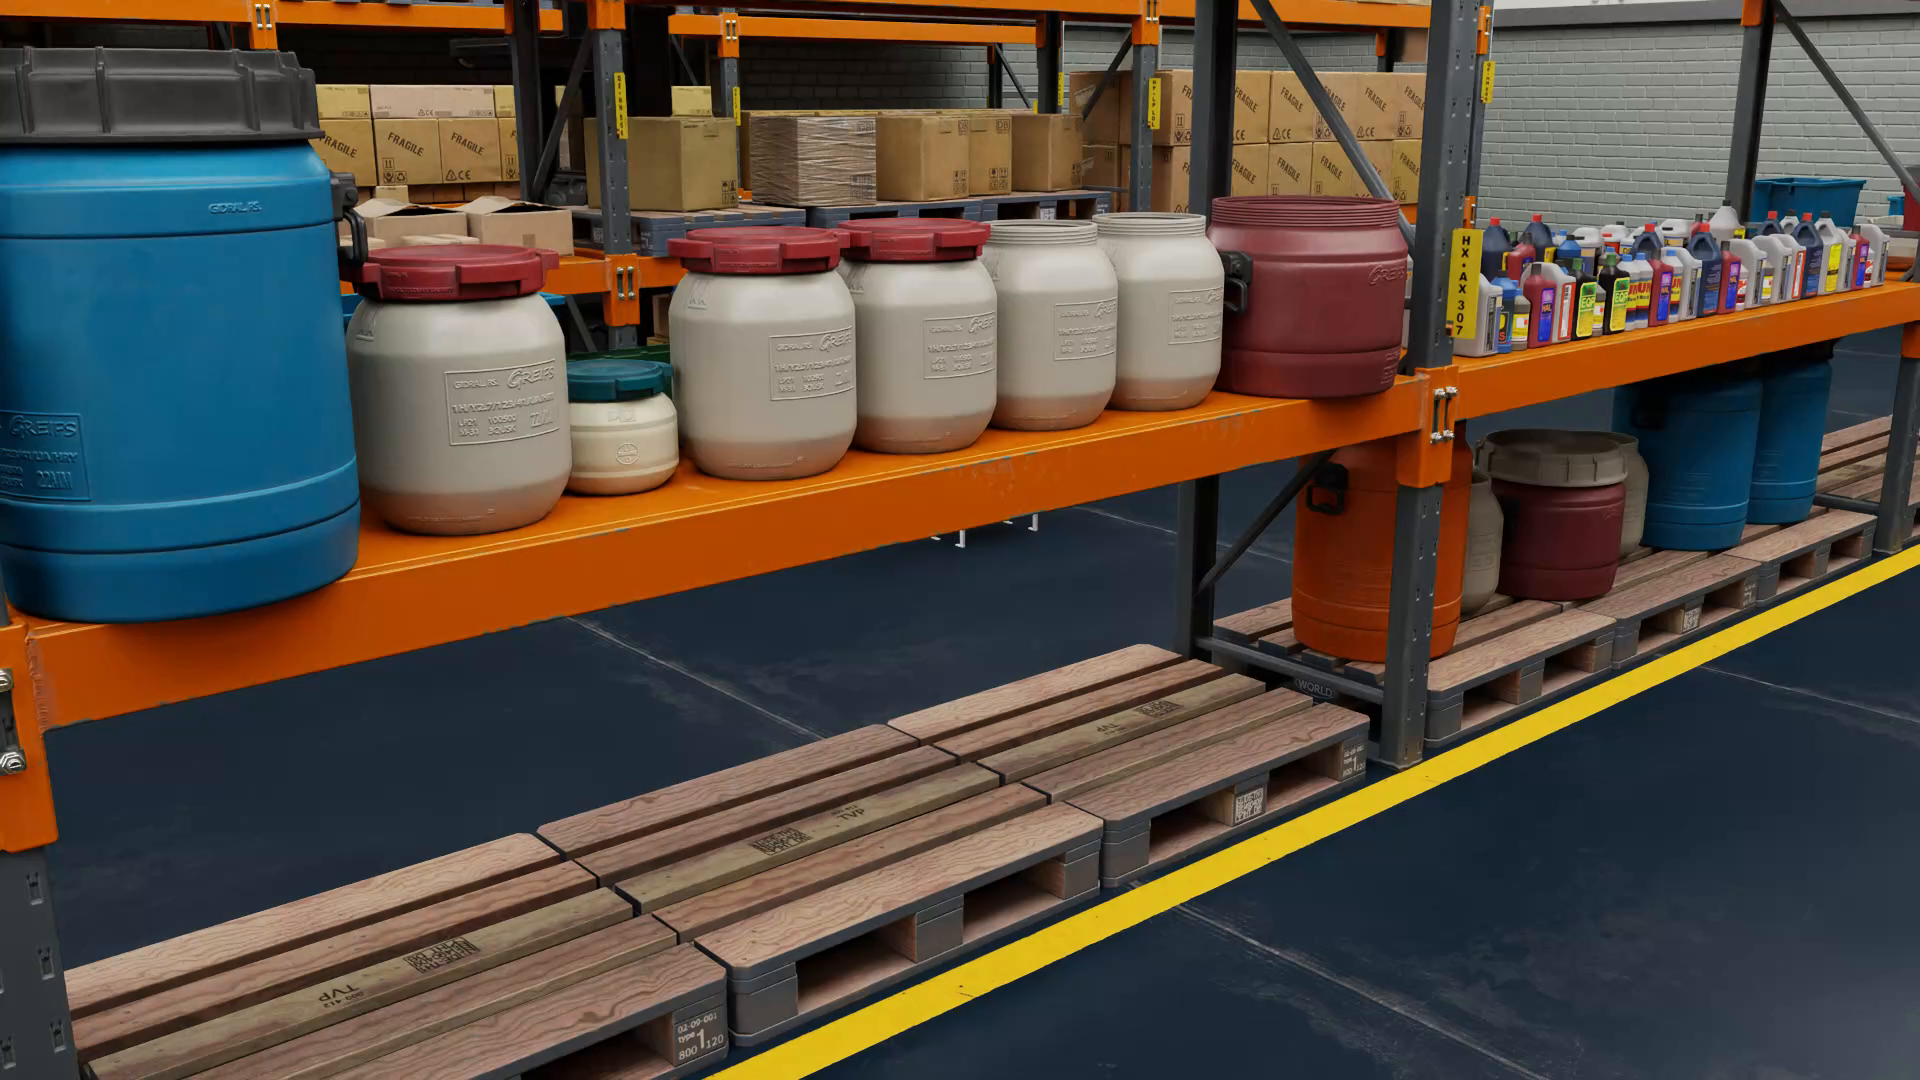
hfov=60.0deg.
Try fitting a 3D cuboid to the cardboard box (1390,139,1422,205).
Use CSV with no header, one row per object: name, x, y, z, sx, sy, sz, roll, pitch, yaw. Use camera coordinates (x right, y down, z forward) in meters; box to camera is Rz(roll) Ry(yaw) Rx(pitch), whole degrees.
cardboard box,3.390,-2.950,13.287,0.500,0.500,0.500,-12,19,-39

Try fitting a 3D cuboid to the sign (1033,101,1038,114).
sign,0.559,-2.964,11.856,0.005,0.325,0.100,-13,19,-39

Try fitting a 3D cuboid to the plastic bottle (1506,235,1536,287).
plastic bottle,2.273,-1.091,6.747,0.133,0.283,0.061,-13,19,-39

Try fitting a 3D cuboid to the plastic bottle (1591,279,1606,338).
plastic bottle,2.246,-0.828,5.924,0.097,0.201,0.097,0,15,0

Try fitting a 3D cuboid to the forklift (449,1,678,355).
forklift,-2.775,-2.366,11.427,3.031,2.935,1.130,-13,20,-40

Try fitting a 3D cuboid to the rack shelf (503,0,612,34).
rack shelf,-3.606,-2.527,7.478,4.000,0.370,1.077,-13,19,-39

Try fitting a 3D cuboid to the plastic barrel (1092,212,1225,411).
plastic barrel,0.516,-0.637,4.605,0.421,0.512,0.421,0,15,0

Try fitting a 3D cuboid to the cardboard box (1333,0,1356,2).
cardboard box,2.583,-4.106,12.287,0.500,0.250,0.500,-13,19,-39

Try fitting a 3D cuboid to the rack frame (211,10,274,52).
rack frame,-5.352,-2.727,12.648,0.127,3.000,1.000,-13,19,-39

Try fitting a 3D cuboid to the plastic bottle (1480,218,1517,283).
plastic bottle,2.187,-1.139,6.797,0.185,0.351,0.144,-13,19,-39

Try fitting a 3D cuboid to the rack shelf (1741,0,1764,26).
rack shelf,2.661,-2.239,6.402,4.000,0.370,1.077,-13,19,-39

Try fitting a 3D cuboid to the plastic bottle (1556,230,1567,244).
plastic bottle,2.591,-1.200,7.177,0.097,0.271,0.097,0,15,0

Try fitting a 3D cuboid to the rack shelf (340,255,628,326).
rack shelf,-3.606,-1.077,7.865,4.000,0.370,1.077,-13,19,-39

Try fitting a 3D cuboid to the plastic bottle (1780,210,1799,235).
plastic bottle,3.596,-1.261,7.255,0.185,0.351,0.144,-13,19,-39

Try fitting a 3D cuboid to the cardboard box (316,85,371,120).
cardboard box,-4.818,-3.323,12.616,0.500,0.250,0.500,-12,19,-38

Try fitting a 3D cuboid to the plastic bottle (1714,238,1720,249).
plastic bottle,3.056,-1.096,6.791,0.097,0.271,0.097,0,15,0

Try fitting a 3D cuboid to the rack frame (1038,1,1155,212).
rack frame,0.921,-2.441,11.577,0.127,3.000,1.000,-13,19,-39

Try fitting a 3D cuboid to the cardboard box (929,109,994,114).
cardboard box,-0.236,-4.014,16.883,0.700,0.700,0.980,-13,20,-40

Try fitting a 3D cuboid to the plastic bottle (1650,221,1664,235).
plastic bottle,3.189,-1.334,7.680,0.097,0.271,0.097,0,15,0

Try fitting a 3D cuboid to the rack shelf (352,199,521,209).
rack shelf,-3.843,-2.719,14.010,4.000,0.370,1.077,-13,19,-39

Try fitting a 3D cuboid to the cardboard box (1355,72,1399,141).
cardboard box,3.014,-3.347,12.836,0.500,0.500,0.500,-12,19,-38

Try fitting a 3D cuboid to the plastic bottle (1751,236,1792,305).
plastic bottle,3.327,-1.117,6.858,0.135,0.276,0.152,-13,19,-39

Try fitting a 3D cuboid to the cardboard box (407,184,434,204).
cardboard box,-4.391,-2.763,13.228,0.250,0.149,0.380,-13,20,-40

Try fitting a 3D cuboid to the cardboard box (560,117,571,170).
cardboard box,-3.280,-3.308,14.012,0.500,0.500,0.500,-13,19,-39

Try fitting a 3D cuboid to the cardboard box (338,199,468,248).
cardboard box,-2.899,-1.607,8.626,0.500,0.311,0.500,-13,20,-40

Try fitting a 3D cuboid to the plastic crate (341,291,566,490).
plastic crate,-1.238,-0.361,3.819,0.575,0.384,0.392,-13,19,-39

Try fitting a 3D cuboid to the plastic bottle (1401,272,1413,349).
plastic bottle,1.591,-0.779,5.594,0.135,0.276,0.152,-13,19,-39

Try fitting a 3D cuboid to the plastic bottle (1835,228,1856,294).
plastic bottle,3.809,-1.225,7.263,0.135,0.276,0.152,-13,19,-39

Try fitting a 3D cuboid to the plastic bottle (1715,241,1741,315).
plastic bottle,3.007,-1.033,6.530,0.133,0.283,0.061,-13,19,-39

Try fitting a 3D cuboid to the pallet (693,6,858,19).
pallet,-1.710,-4.948,15.321,1.213,0.211,1.003,-13,19,-39

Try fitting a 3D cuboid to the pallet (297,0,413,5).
pallet,-4.901,-4.205,12.733,1.003,0.211,1.213,-12,19,-37

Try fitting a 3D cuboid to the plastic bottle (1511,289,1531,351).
plastic bottle,1.869,-0.744,5.608,0.097,0.201,0.097,0,15,0

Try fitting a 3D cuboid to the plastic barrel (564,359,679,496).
plastic barrel,-0.767,-0.249,3.636,0.301,0.262,0.301,0,15,0

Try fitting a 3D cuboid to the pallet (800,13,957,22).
pallet,-0.790,-5.154,16.090,1.213,0.211,1.003,-13,19,-39

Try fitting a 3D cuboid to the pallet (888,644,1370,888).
pallet,0.542,0.672,5.325,1.213,0.211,1.003,-13,19,-39

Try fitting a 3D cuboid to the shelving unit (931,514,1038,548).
shelving unit,0.125,-0.608,8.200,0.503,1.200,0.258,-13,19,-39

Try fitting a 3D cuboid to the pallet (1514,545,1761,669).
pallet,2.639,0.201,7.088,1.213,0.211,1.003,-13,19,-39

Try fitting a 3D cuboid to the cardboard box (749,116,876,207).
cardboard box,-0.881,-2.261,9.896,0.500,0.500,0.700,-9,17,-29

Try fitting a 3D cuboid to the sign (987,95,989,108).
sign,0.324,-4.648,18.008,0.005,0.325,0.100,-13,19,-39

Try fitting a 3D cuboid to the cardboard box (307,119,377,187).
cardboard box,-4.817,-2.962,12.716,0.500,0.500,0.500,-12,19,-38

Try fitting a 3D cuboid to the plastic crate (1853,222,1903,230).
plastic crate,4.837,-1.614,8.898,0.590,0.125,0.437,-13,19,-39

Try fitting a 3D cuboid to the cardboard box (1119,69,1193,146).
cardboard box,1.461,-2.998,11.529,0.500,0.500,0.500,-12,19,-38

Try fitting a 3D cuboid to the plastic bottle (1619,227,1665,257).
plastic bottle,2.971,-1.226,7.267,0.135,0.276,0.152,-13,19,-39

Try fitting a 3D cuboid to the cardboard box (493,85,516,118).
cardboard box,-3.679,-3.583,13.587,0.500,0.250,0.500,-13,20,-40

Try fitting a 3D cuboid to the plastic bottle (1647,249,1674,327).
plastic bottle,2.592,-0.940,6.181,0.133,0.283,0.061,-13,19,-39

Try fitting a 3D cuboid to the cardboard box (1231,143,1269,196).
cardboard box,1.868,-2.610,12.016,0.500,0.500,0.500,-12,19,-38

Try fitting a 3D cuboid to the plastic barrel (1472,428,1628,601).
plastic barrel,2.362,-0.114,6.724,0.708,0.588,0.600,-13,19,-39

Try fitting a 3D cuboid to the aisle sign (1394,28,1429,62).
aisle sign,3.797,-4.444,14.036,0.004,0.787,0.394,-13,19,-39

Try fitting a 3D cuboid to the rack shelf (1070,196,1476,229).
rack shelf,2.429,-2.433,12.938,4.000,0.370,1.077,-13,19,-39
